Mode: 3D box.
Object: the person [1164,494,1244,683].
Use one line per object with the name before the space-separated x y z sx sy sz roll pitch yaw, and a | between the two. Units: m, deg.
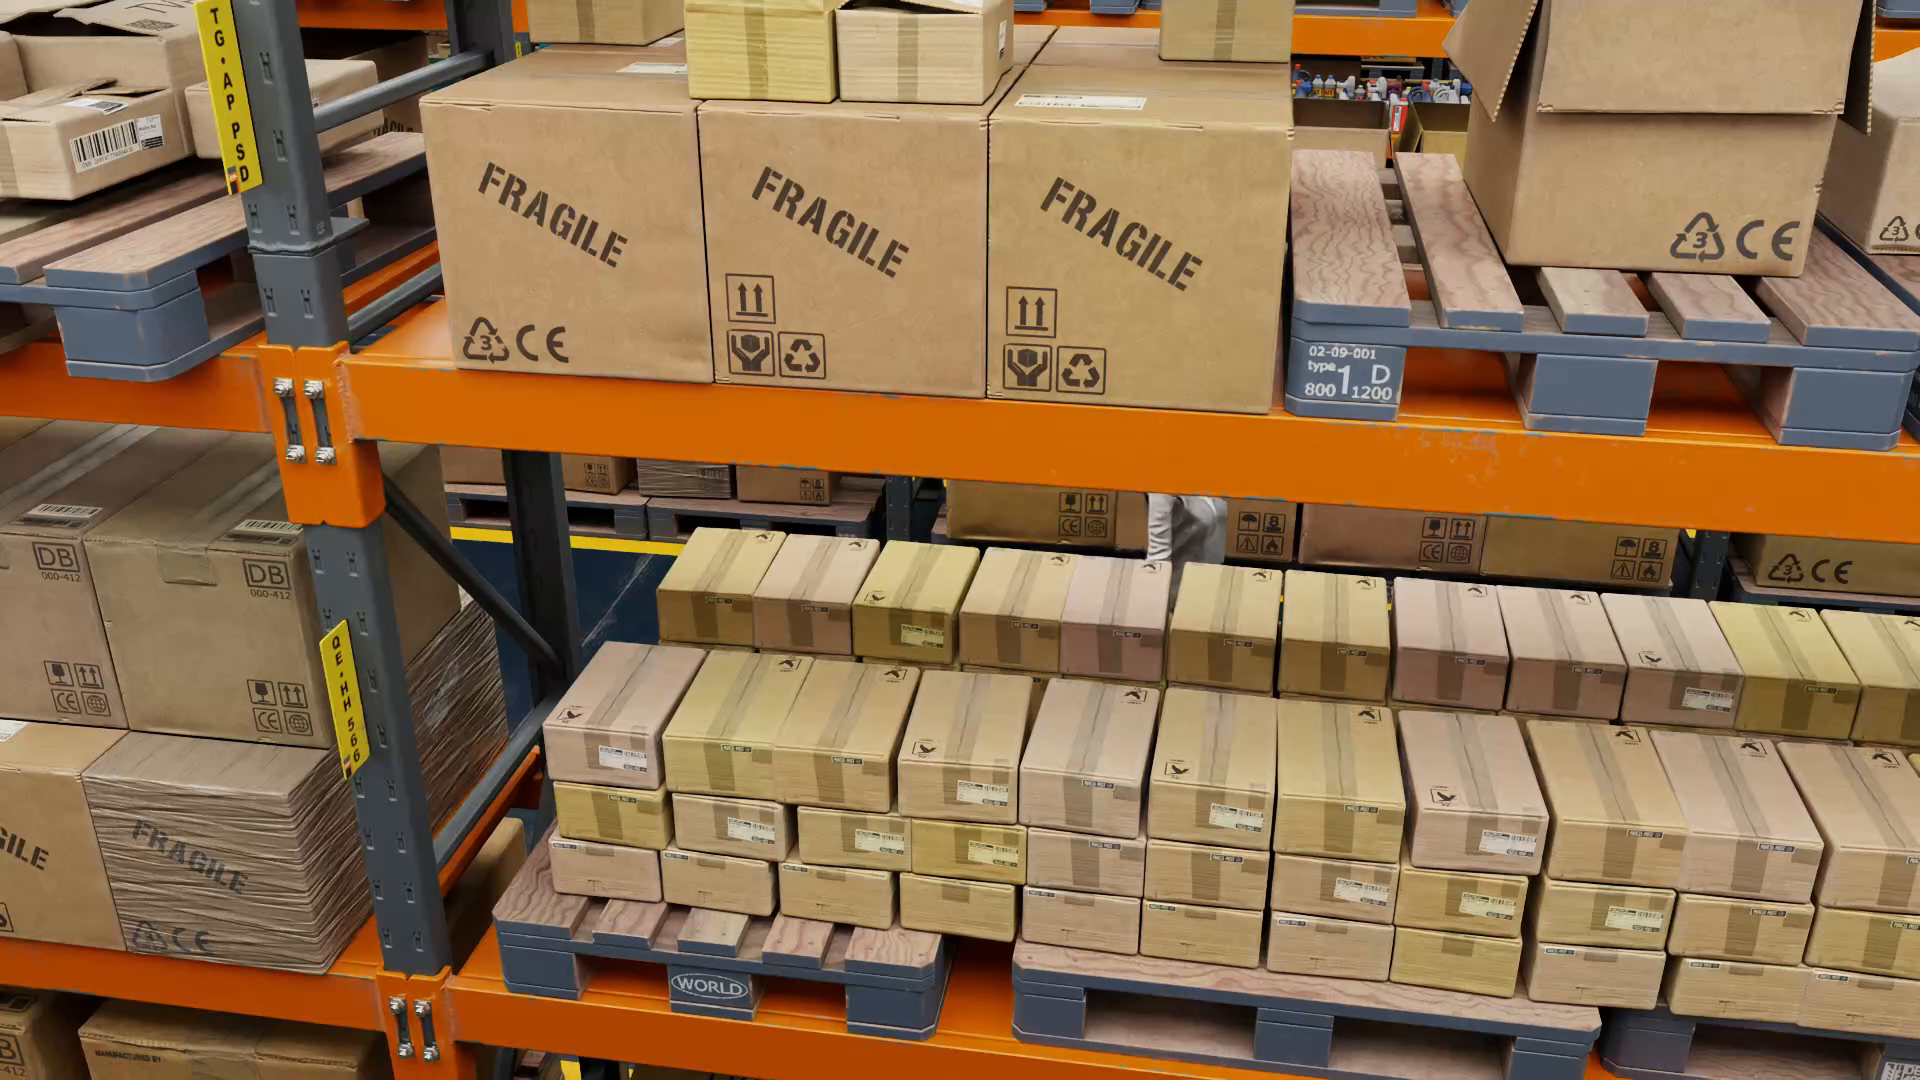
person | 0.953 0.231 6.607 0.560 1.588 0.445 13 28 25
